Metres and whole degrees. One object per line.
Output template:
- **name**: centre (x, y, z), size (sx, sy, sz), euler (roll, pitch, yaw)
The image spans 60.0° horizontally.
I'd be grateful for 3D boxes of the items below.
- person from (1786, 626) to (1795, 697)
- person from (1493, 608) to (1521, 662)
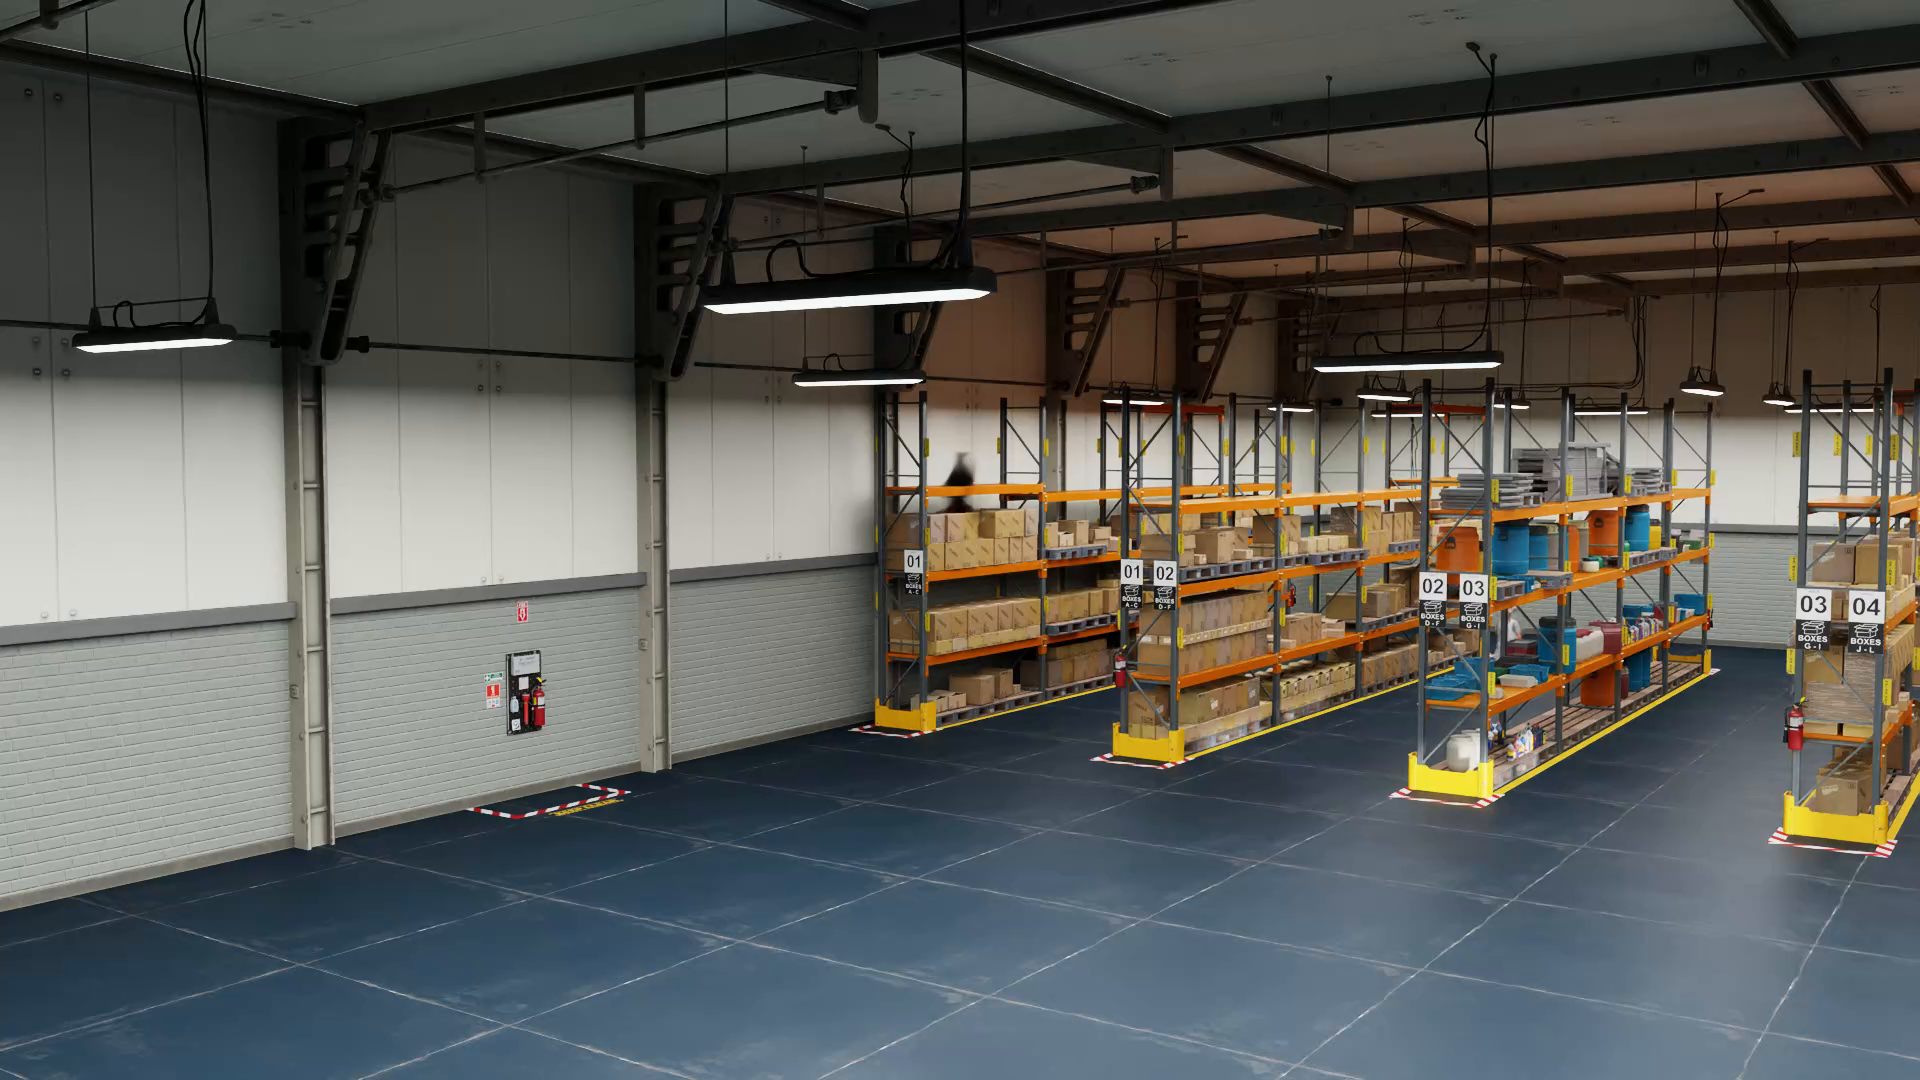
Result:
- **person**: centre (16.865, 2.360, 33.253), size (1.127, 1.531, 0.676), euler (-3, 4, -42)
- **person**: centre (11.273, 2.221, 34.341), size (0.677, 1.737, 0.772), euler (3, 4, 41)
